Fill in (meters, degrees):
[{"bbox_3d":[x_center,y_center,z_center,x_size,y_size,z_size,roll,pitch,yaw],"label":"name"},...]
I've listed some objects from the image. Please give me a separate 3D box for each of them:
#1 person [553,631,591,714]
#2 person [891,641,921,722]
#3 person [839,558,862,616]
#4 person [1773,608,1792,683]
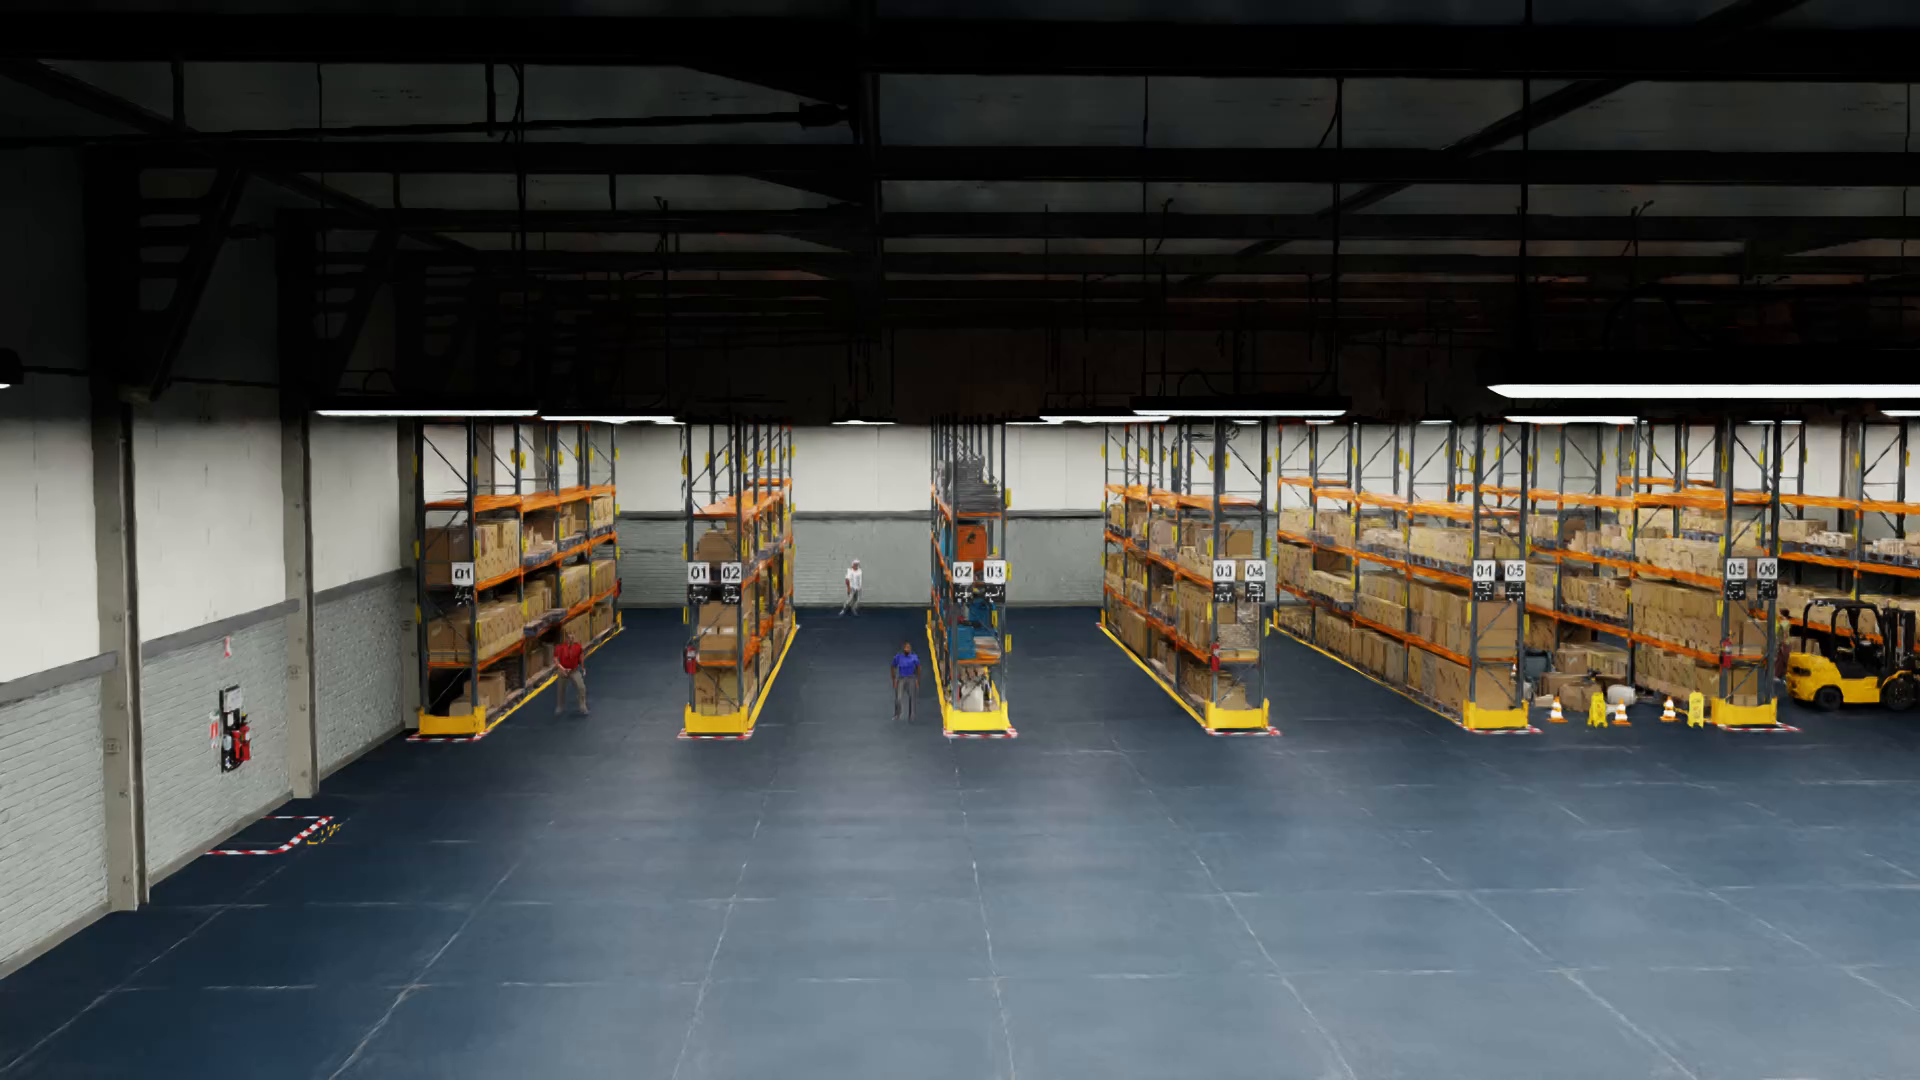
[{"bbox_3d":[-7.769,2.628,33.143,0.691,1.666,0.793,-2,4,-23],"label":"person"},{"bbox_3d":[-1.047,2.735,32.245,0.592,1.604,0.518,0,4,-3],"label":"person"},{"bbox_3d":[-3.283,1.429,50.209,0.738,1.751,0.528,-4,5,-43],"label":"person"},{"bbox_3d":[18.393,2.341,37.194,0.580,1.666,0.572,2,4,23],"label":"person"}]
